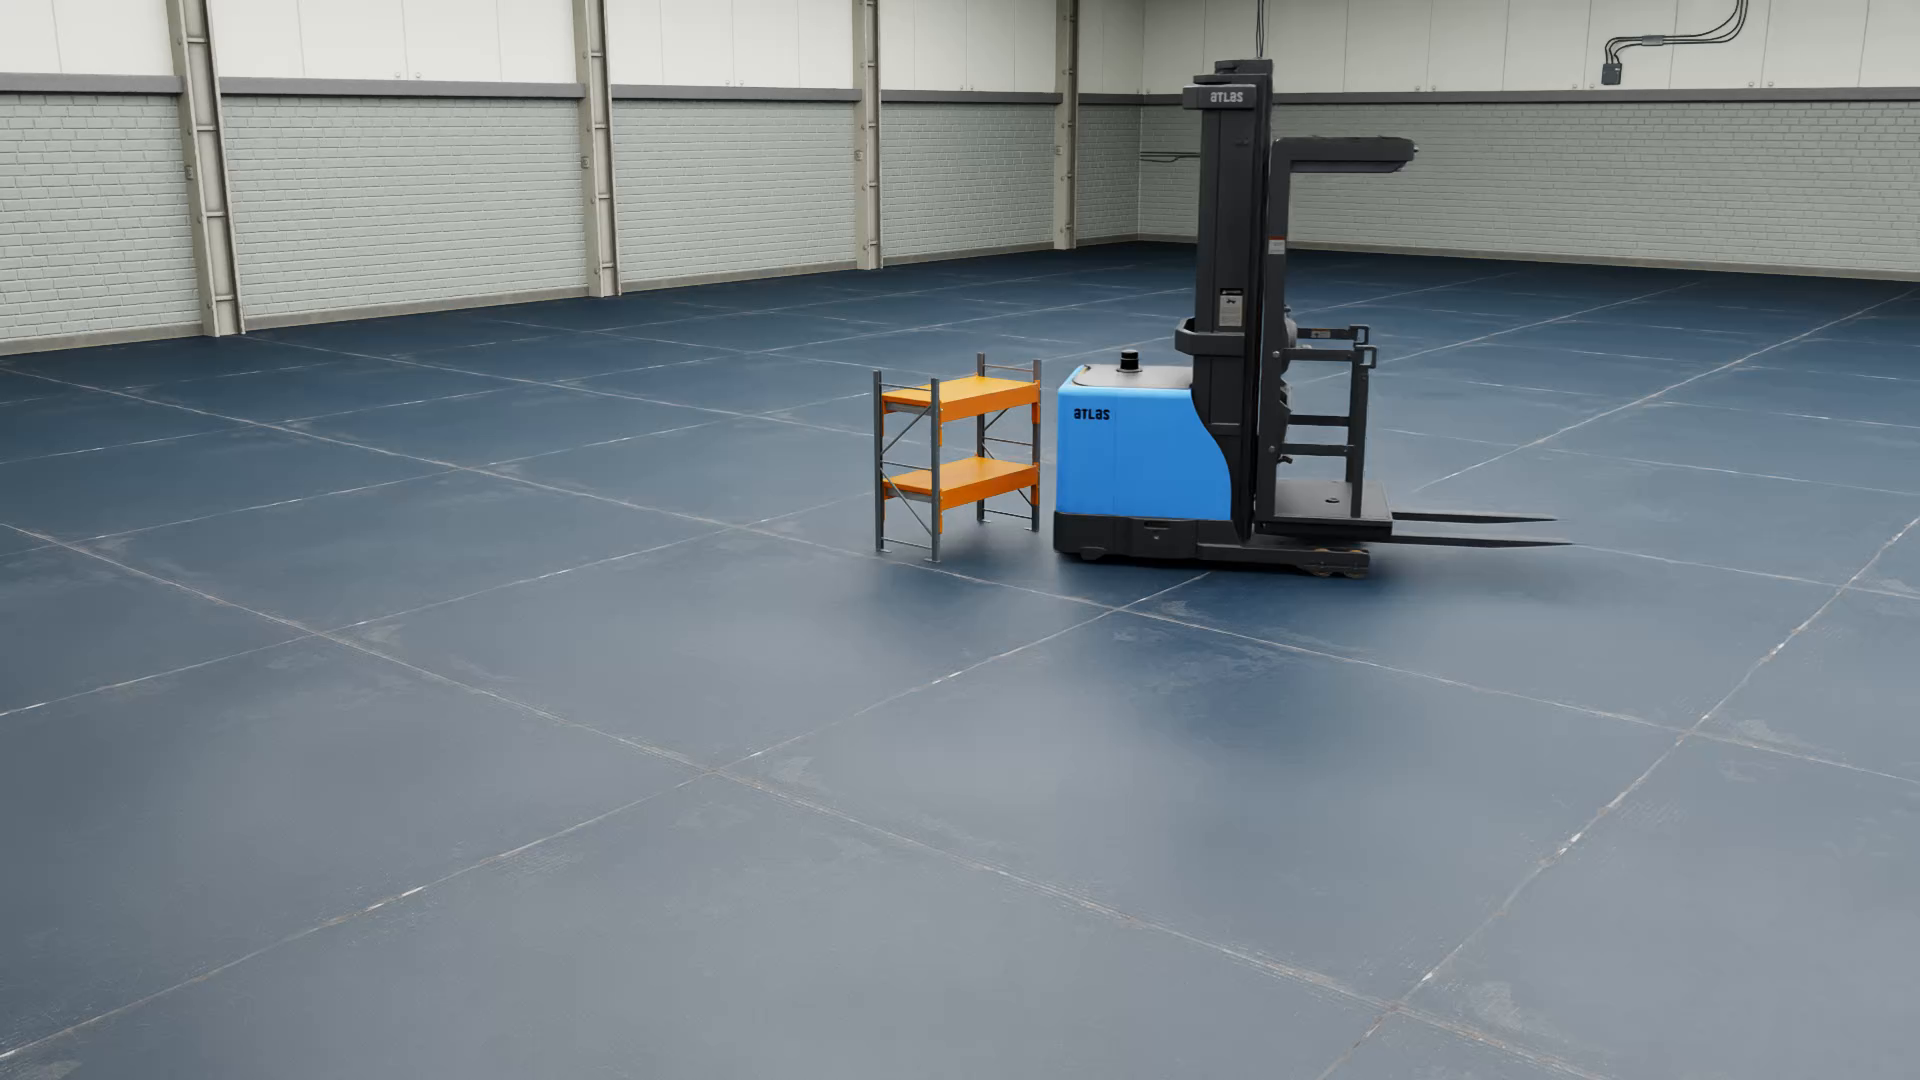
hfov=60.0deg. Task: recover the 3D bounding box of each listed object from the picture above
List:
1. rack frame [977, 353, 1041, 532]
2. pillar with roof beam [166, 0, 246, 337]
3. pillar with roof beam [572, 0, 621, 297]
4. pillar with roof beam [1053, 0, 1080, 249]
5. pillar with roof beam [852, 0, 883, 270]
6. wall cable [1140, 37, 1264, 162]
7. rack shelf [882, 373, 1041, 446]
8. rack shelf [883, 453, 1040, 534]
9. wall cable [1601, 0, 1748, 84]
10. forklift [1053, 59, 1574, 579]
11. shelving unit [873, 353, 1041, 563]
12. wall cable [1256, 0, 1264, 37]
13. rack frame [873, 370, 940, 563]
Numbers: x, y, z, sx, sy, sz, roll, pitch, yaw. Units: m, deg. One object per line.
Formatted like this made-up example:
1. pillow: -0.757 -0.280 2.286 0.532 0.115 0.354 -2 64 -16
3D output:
1. rack frame: 0.315 -0.641 10.863 0.500 1.125 0.032 11 18 38
2. pillar with roof beam: -5.814 -6.259 16.983 9.100 9.000 0.400 11 18 38
3. pillar with roof beam: -2.043 -7.408 21.506 9.100 9.000 0.400 11 18 38
4. pillar with roof beam: 5.499 -9.706 30.553 9.100 9.000 0.400 11 18 38
5. pillar with roof beam: 1.728 -8.557 26.029 9.100 9.000 0.400 11 18 38
6. wall cable: 5.031 -9.227 34.973 3.097 2.526 0.112 11 18 38
7. rack shelf: -0.004 -0.828 10.407 0.538 0.278 1.000 11 18 38
8. rack shelf: -0.004 -0.307 10.540 0.538 0.278 1.000 11 18 38
9. wall cable: 12.405 -10.908 28.377 2.305 6.003 0.169 11 18 38
10. forklift: 2.137 -1.337 9.932 3.031 2.935 1.130 3 15 11
11. shelving unit: -0.004 -0.544 10.479 0.538 1.125 1.048 11 18 38
12. wall cable: 7.135 -11.256 32.703 3.097 2.526 0.112 11 18 38
13. rack frame: -0.324 -0.447 10.096 0.500 1.125 0.032 11 18 38
